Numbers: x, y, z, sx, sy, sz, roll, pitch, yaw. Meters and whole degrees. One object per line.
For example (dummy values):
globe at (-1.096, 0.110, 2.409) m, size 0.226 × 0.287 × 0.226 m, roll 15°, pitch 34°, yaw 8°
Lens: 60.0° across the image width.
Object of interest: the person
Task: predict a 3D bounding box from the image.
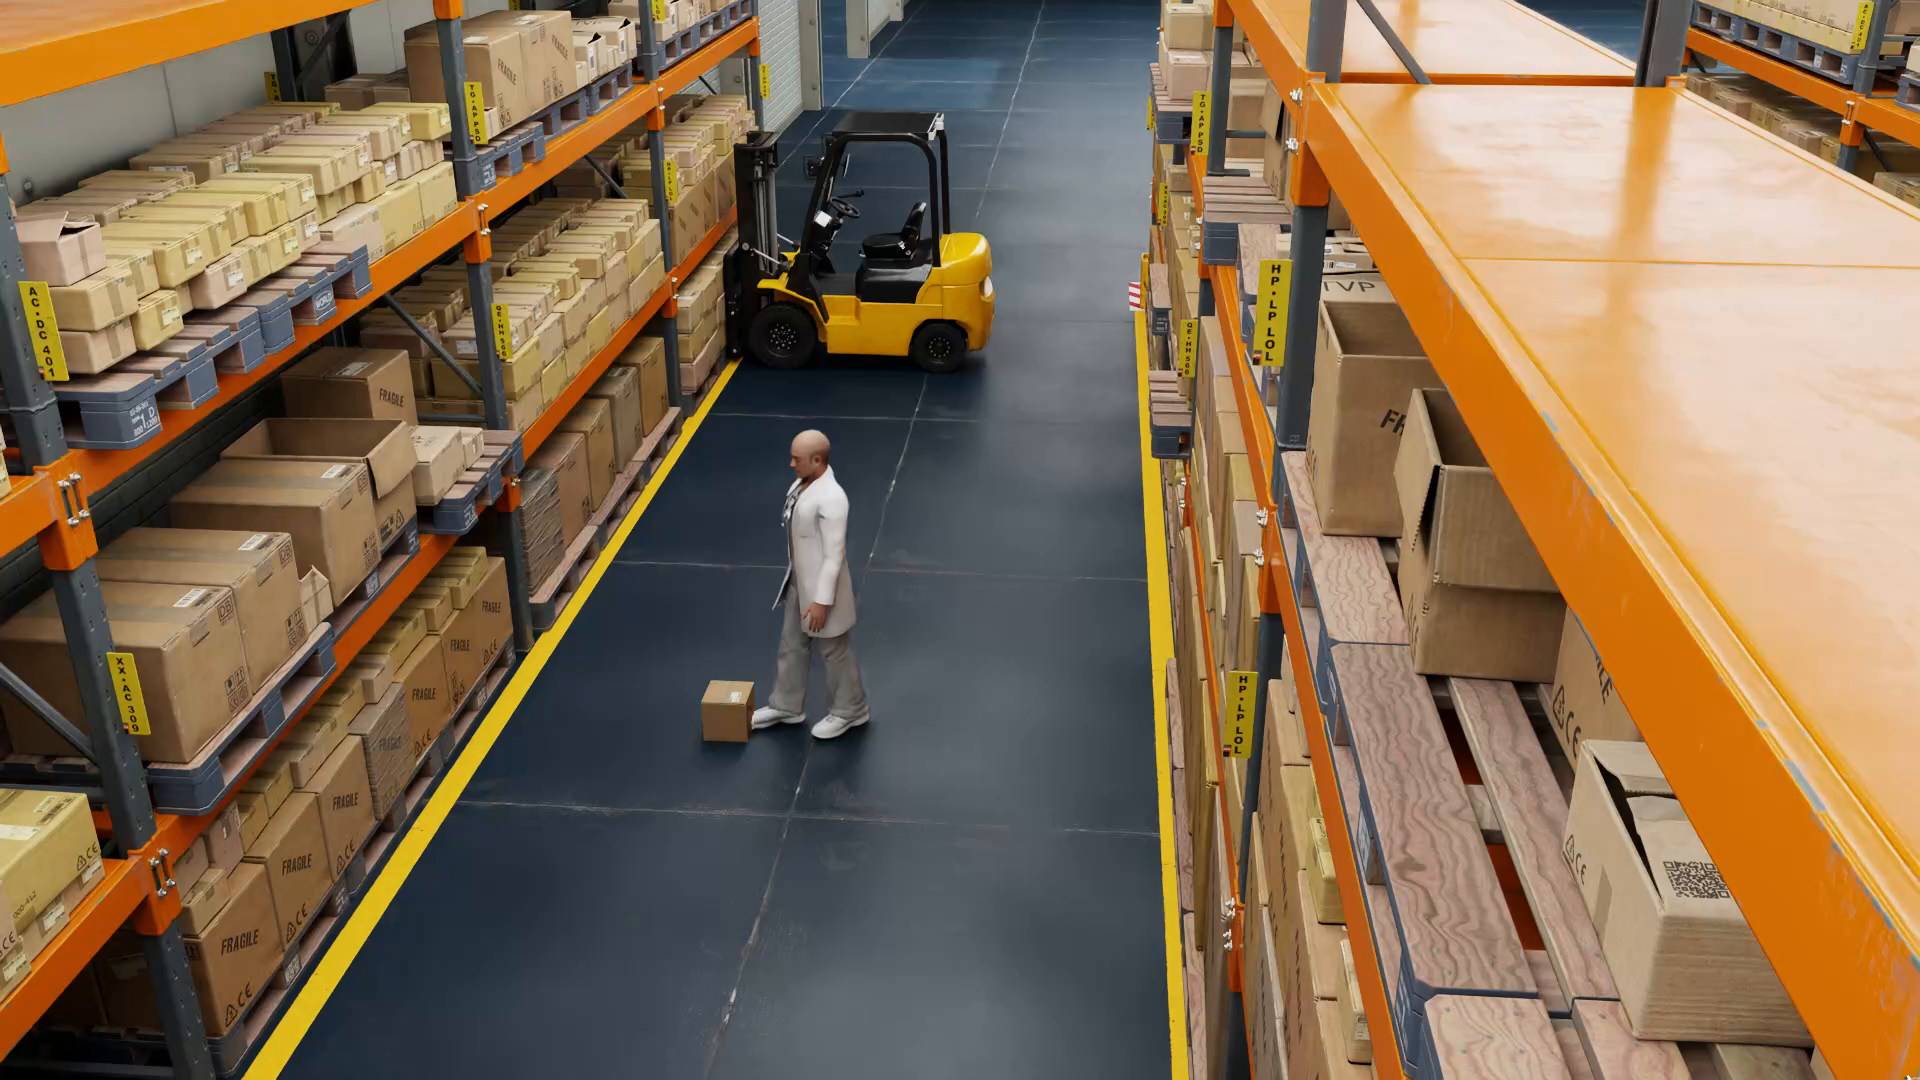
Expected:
person at (-0.852, 0.260, 9.011) m, size 0.702 × 1.777 × 0.633 m, roll -10°, pitch 26°, yaw -20°
